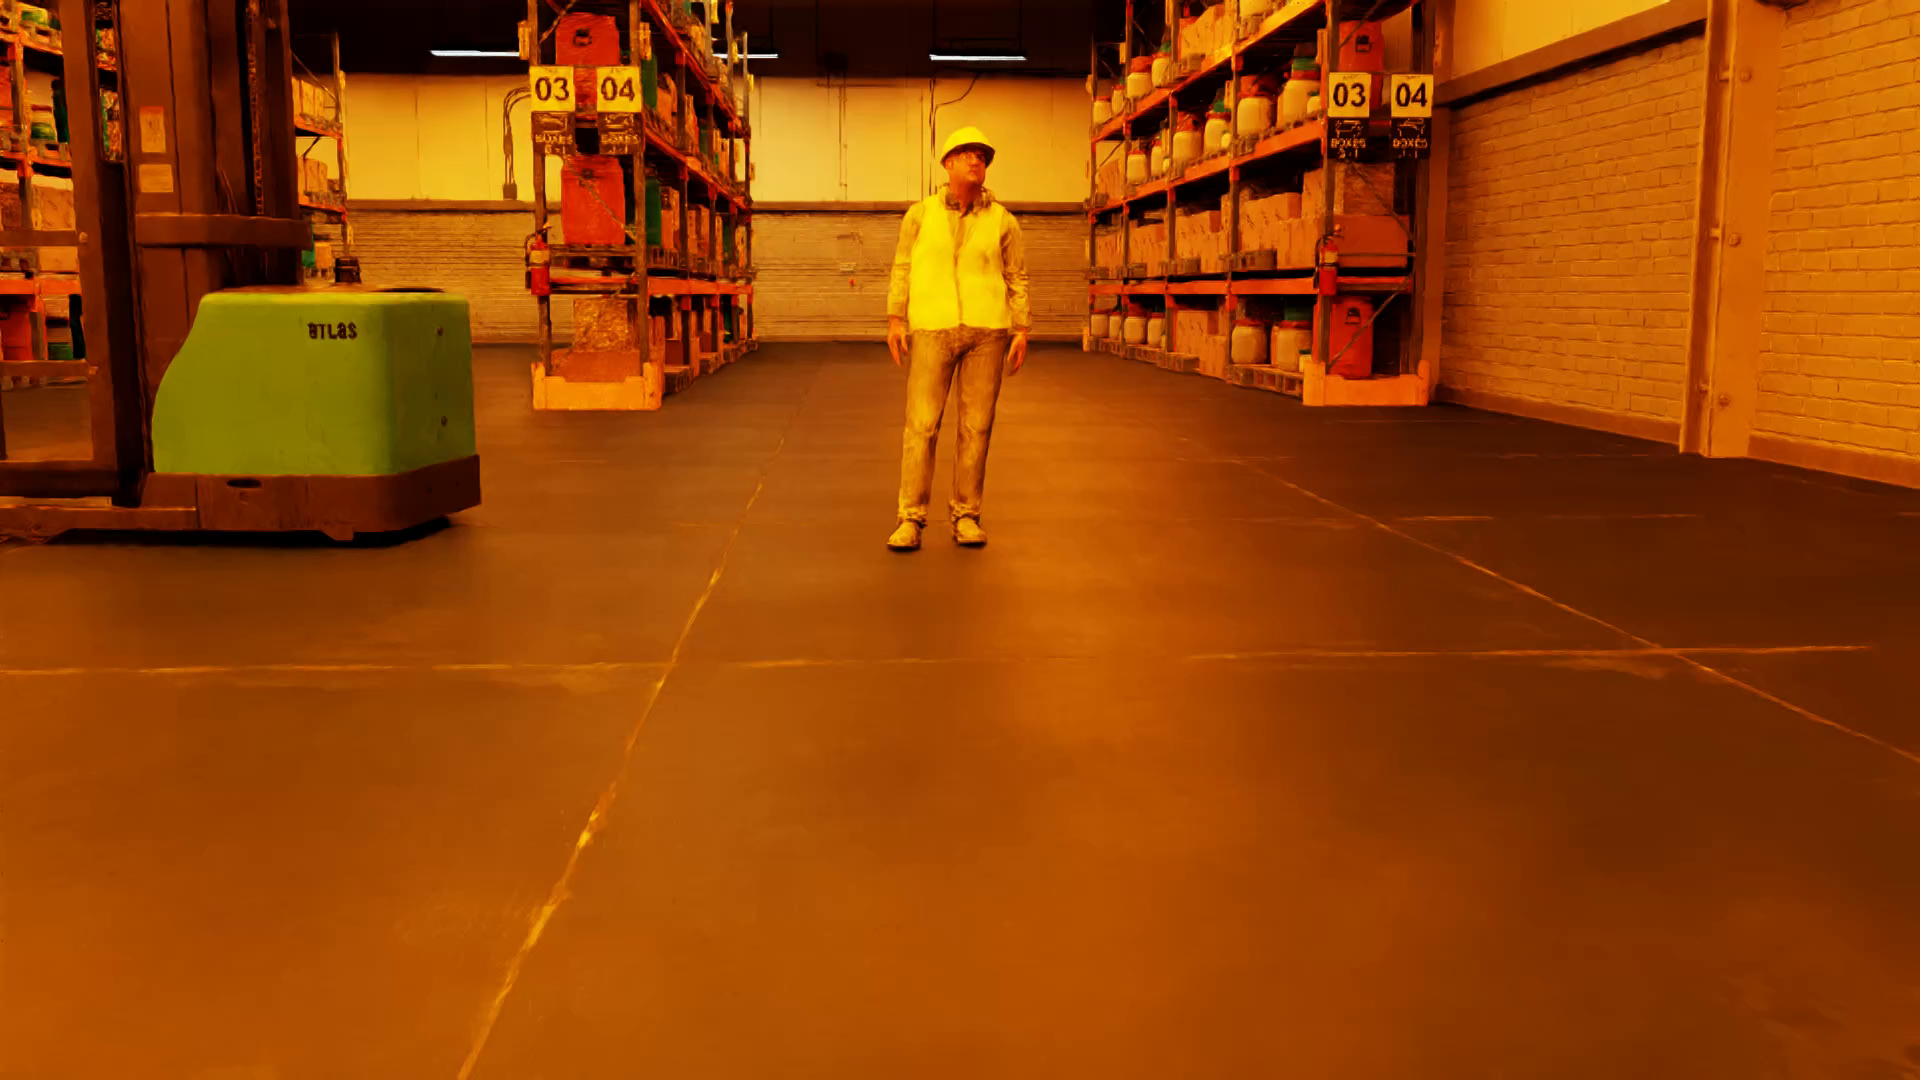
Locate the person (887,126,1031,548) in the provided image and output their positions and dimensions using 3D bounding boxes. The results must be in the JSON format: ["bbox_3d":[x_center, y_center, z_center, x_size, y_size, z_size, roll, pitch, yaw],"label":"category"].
[{"bbox_3d":[-0.004,-0.876,7.116,0.632,1.773,0.567,-1,8,-4],"label":"person"}]

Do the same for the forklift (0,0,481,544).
[{"bbox_3d":[-3.848,-1.509,7.492,3.031,2.935,1.130,1,8,5],"label":"forklift"}]
